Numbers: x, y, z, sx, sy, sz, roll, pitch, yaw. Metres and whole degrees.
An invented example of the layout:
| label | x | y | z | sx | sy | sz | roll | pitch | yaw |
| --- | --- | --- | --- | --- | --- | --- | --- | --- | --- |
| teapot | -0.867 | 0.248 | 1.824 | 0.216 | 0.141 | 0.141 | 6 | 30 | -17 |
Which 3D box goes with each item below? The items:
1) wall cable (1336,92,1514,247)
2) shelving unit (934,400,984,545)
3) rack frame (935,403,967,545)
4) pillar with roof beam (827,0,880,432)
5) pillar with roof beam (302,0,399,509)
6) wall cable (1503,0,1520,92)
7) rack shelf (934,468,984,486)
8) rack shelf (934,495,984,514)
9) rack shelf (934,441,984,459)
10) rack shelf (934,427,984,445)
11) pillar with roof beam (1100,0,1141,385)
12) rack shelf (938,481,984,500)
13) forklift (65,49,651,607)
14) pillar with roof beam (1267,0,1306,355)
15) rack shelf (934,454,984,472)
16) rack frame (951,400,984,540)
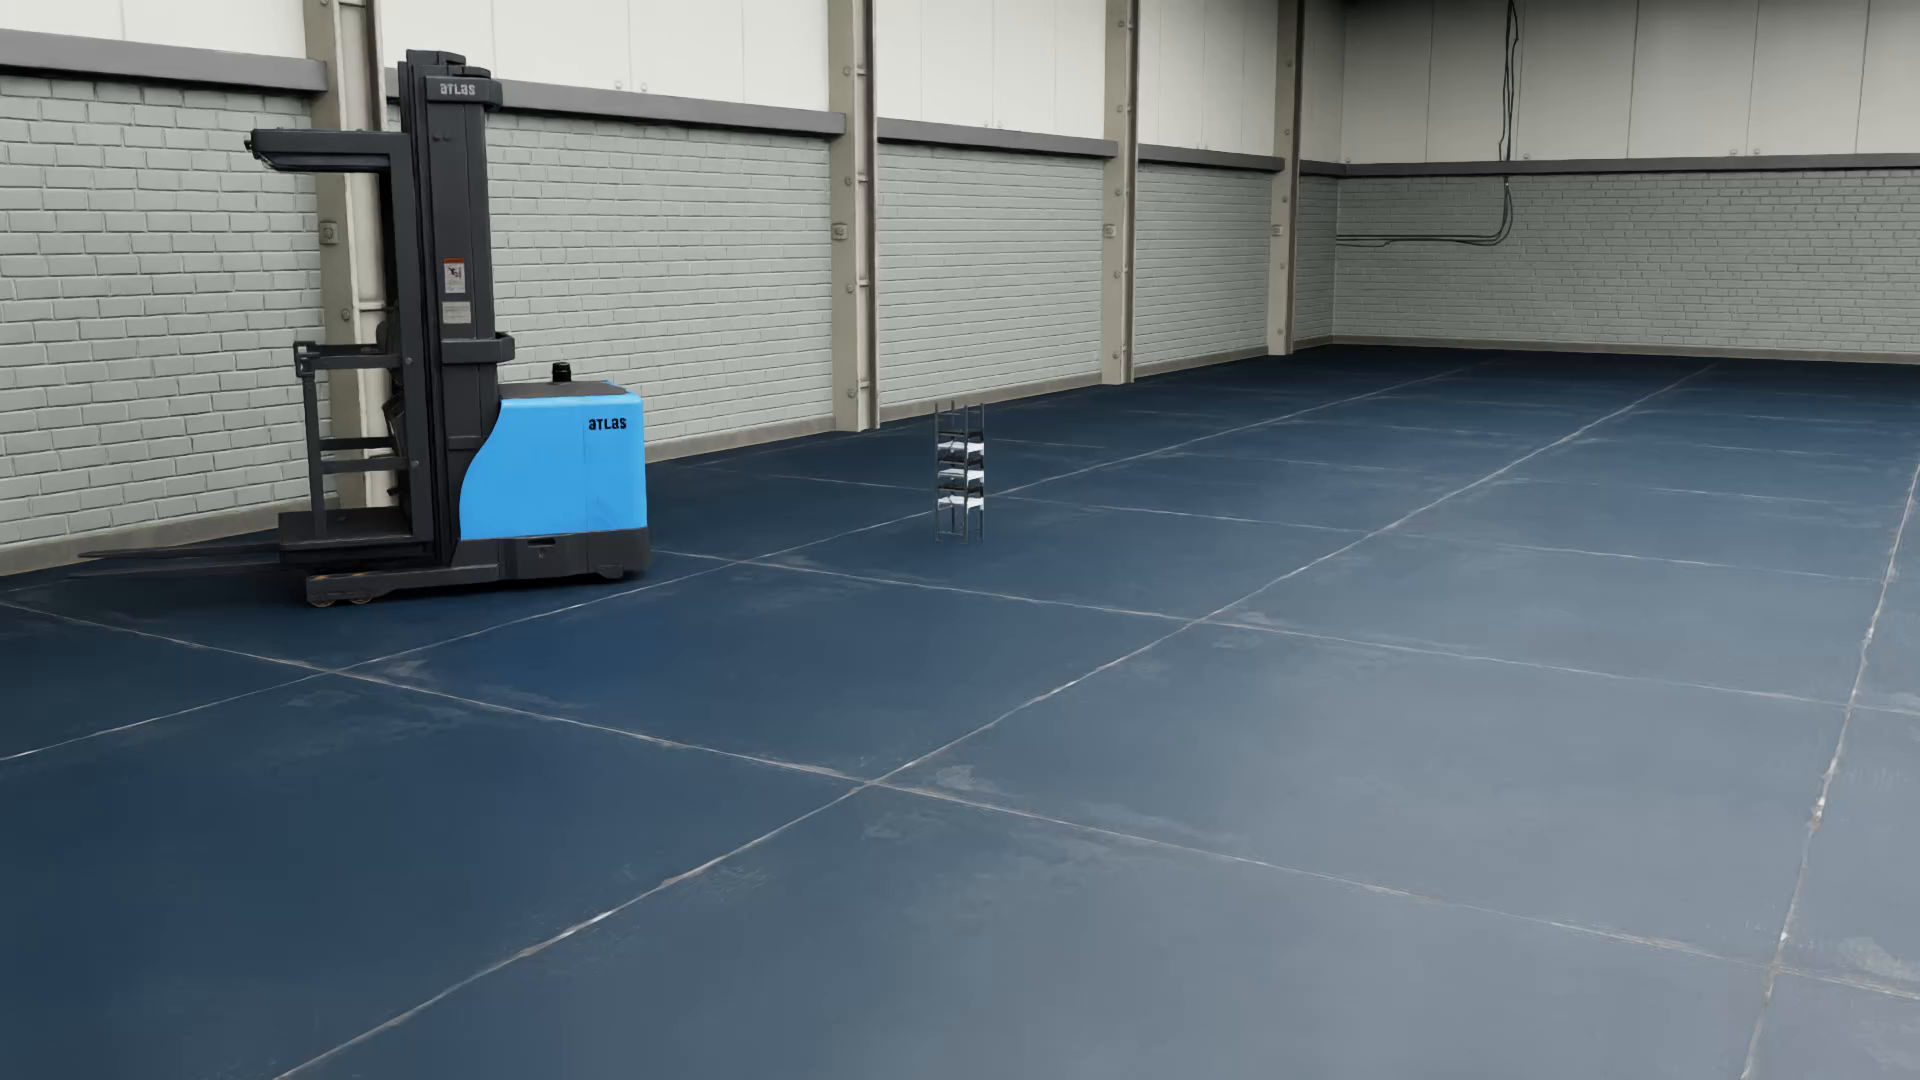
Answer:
| label | x | y | z | sx | sy | sz | roll | pitch | yaw |
| --- | --- | --- | --- | --- | --- | --- | --- | --- | --- |
| wall cable | 7.840 | -6.247 | 28.224 | 3.097 | 2.526 | 0.112 | 6 | 12 | 31 |
| shelving unit | -0.004 | -0.441 | 10.779 | 0.258 | 0.900 | 0.210 | 6 | 12 | 31 |
| rack frame | -0.057 | -0.425 | 10.694 | 0.240 | 0.900 | 0.006 | 6 | 12 | 31 |
| pillar with roof beam | 2.630 | -5.138 | 13.860 | 9.100 | 9.000 | 0.400 | 6 | 12 | 31 |
| pillar with roof beam | -0.486 | -4.195 | 8.820 | 9.100 | 9.000 | 0.400 | 6 | 12 | 31 |
| wall cable | 10.152 | -8.471 | 26.378 | 3.097 | 2.526 | 0.112 | 6 | 12 | 31 |
| rack shelf | -0.004 | -0.408 | 10.785 | 0.258 | 0.077 | 0.200 | 6 | 12 | 31 |
| rack shelf | -0.004 | -0.231 | 10.818 | 0.258 | 0.077 | 0.200 | 6 | 12 | 31 |
| rack shelf | -0.004 | -0.585 | 10.752 | 0.258 | 0.077 | 0.200 | 6 | 12 | 31 |
| rack shelf | -0.004 | -0.674 | 10.736 | 0.258 | 0.077 | 0.200 | 6 | 12 | 31 |
| pillar with roof beam | 5.745 | -6.082 | 18.900 | 9.100 | 9.000 | 0.400 | 6 | 12 | 31 |
| rack shelf | -0.004 | -0.320 | 10.802 | 0.258 | 0.077 | 0.200 | 6 | 12 | 31 |
| forklift | -3.365 | -1.190 | 9.259 | 3.031 | 2.935 | 1.130 | -4 | 11 | -22 |
| pillar with roof beam | 8.860 | -7.025 | 23.941 | 9.100 | 9.000 | 0.400 | 6 | 12 | 31 |
| rack shelf | -0.004 | -0.497 | 10.769 | 0.258 | 0.077 | 0.200 | 6 | 12 | 31 |
| rack frame | 0.049 | -0.457 | 10.864 | 0.240 | 0.900 | 0.006 | 6 | 12 | 31 |
